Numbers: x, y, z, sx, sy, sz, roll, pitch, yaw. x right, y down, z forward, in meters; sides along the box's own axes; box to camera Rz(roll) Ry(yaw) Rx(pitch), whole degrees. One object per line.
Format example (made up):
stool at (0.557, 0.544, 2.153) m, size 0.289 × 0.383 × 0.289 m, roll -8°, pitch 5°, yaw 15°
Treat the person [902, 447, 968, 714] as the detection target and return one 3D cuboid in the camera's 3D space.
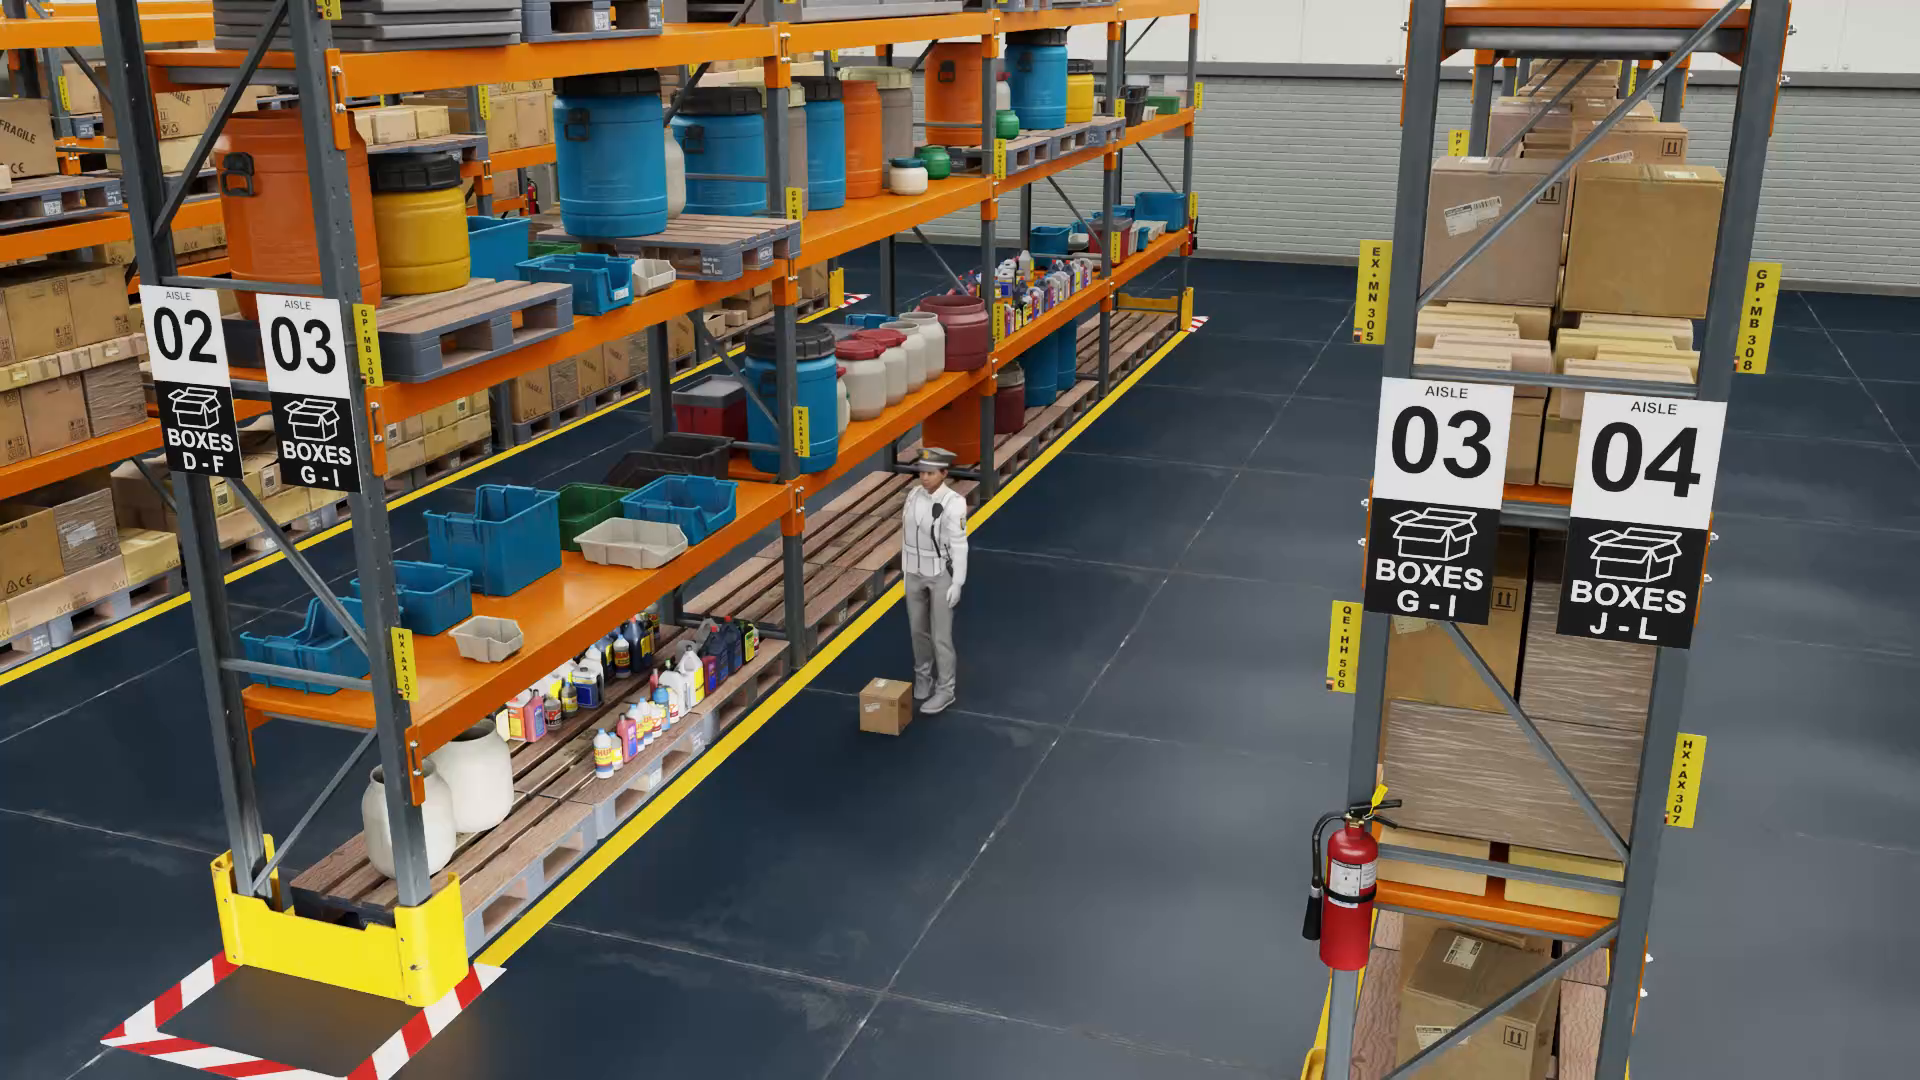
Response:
person at (-0.178, 0.249, 10.358) m, size 0.482 × 1.718 × 0.416 m, roll 13°, pitch 23°, yaw 34°
